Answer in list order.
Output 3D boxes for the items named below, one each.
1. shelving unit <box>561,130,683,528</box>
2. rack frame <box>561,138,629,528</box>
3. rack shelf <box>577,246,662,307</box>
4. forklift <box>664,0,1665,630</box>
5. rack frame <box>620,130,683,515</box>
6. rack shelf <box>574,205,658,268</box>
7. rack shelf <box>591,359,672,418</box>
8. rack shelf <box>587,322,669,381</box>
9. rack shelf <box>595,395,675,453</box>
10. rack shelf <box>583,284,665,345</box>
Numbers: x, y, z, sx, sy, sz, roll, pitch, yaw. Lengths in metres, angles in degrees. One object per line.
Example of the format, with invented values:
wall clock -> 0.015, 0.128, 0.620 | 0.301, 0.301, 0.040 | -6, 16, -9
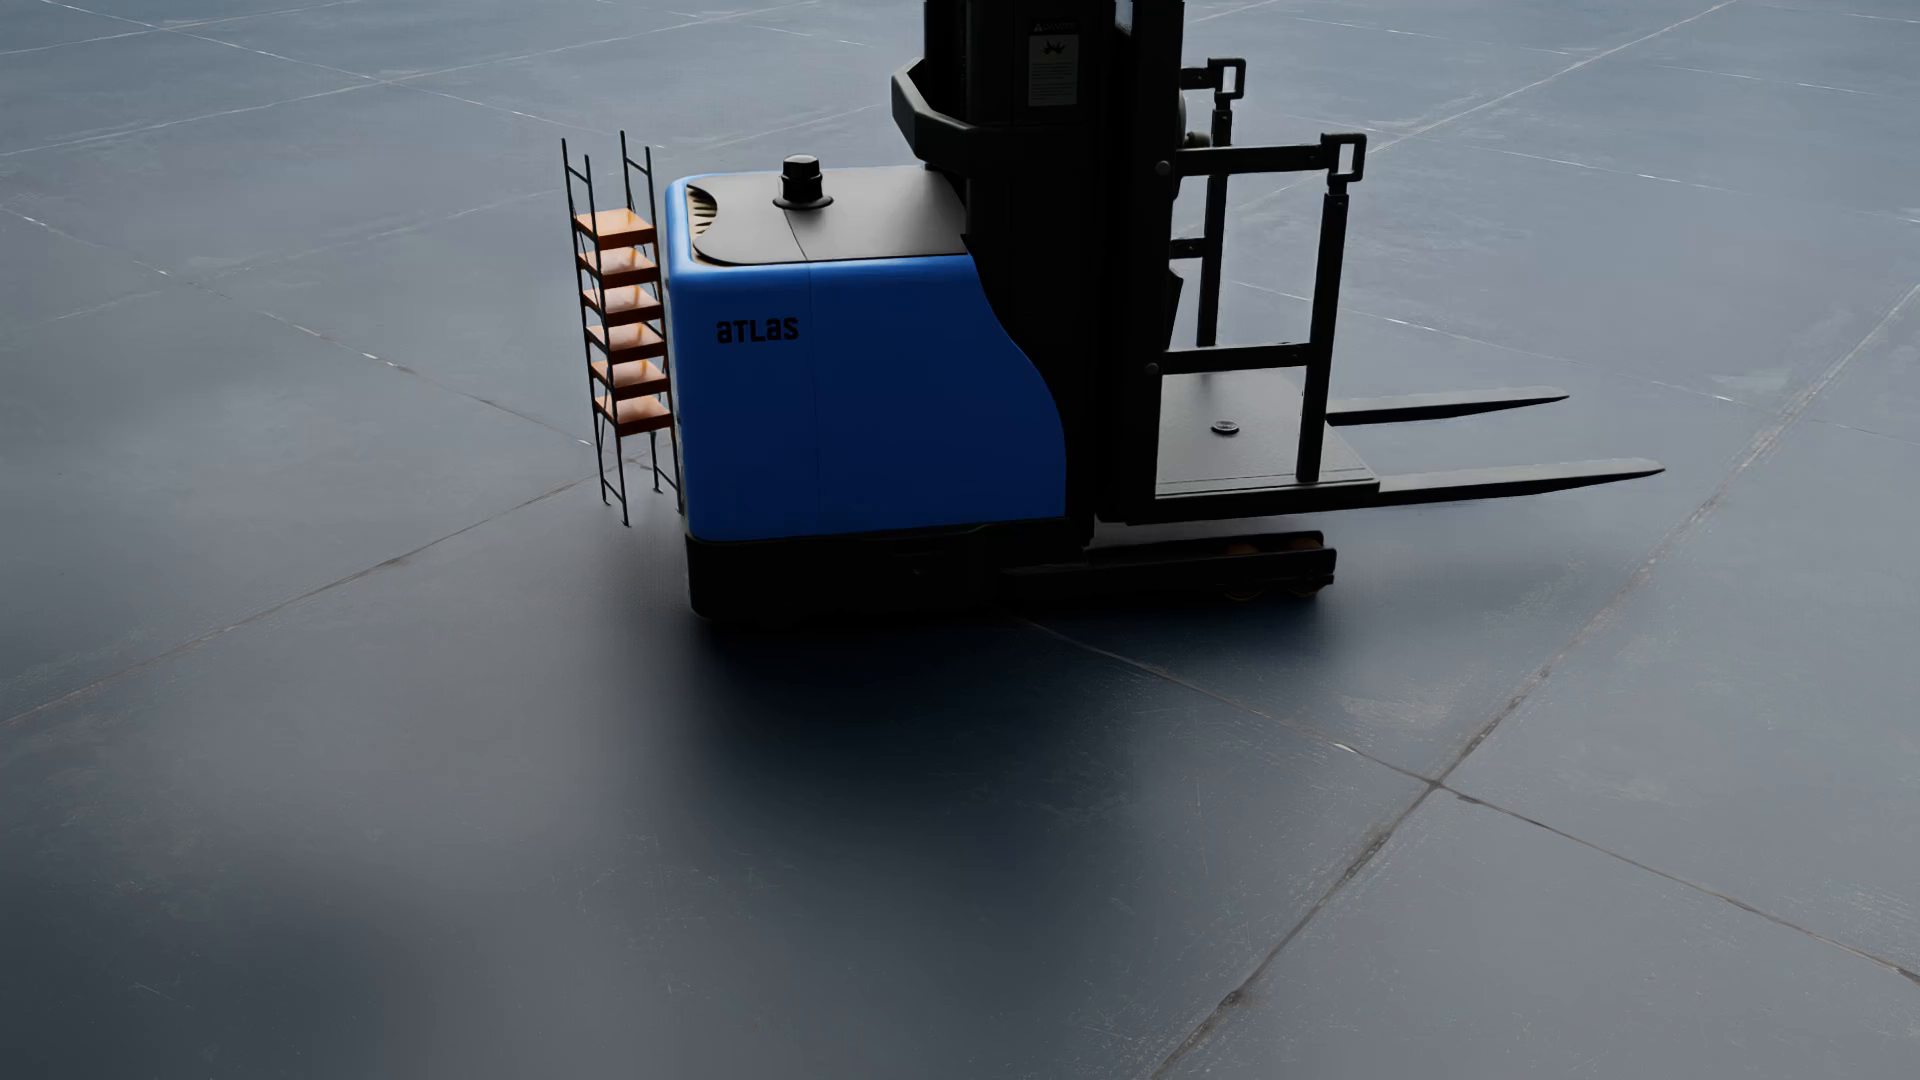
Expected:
shelving unit -> -1.045, -0.640, 5.180 | 0.189, 1.200, 0.258 | -15, 31, -26
rack frame -> -1.124, -0.619, 5.141 | 0.006, 1.200, 0.240 | -15, 31, -26
rack shelf -> -1.046, -0.814, 5.090 | 0.180, 0.103, 0.258 | -15, 31, -26
forklift -> 0.657, -1.359, 4.687 | 3.031, 2.935, 1.130 | -5, 28, -9
rack frame -> -0.965, -0.661, 5.220 | 0.006, 1.200, 0.240 | -15, 31, -26
rack shelf -> -1.046, -0.920, 5.035 | 0.180, 0.103, 0.258 | -15, 31, -26
rack shelf -> -1.044, -0.494, 5.256 | 0.180, 0.103, 0.258 | -15, 31, -26
rack shelf -> -1.044, -0.601, 5.201 | 0.180, 0.103, 0.258 | -15, 31, -26
rack shelf -> -1.043, -0.388, 5.312 | 0.180, 0.103, 0.258 | -15, 31, -26
rack shelf -> -1.045, -0.707, 5.146 | 0.180, 0.103, 0.258 | -15, 31, -26
